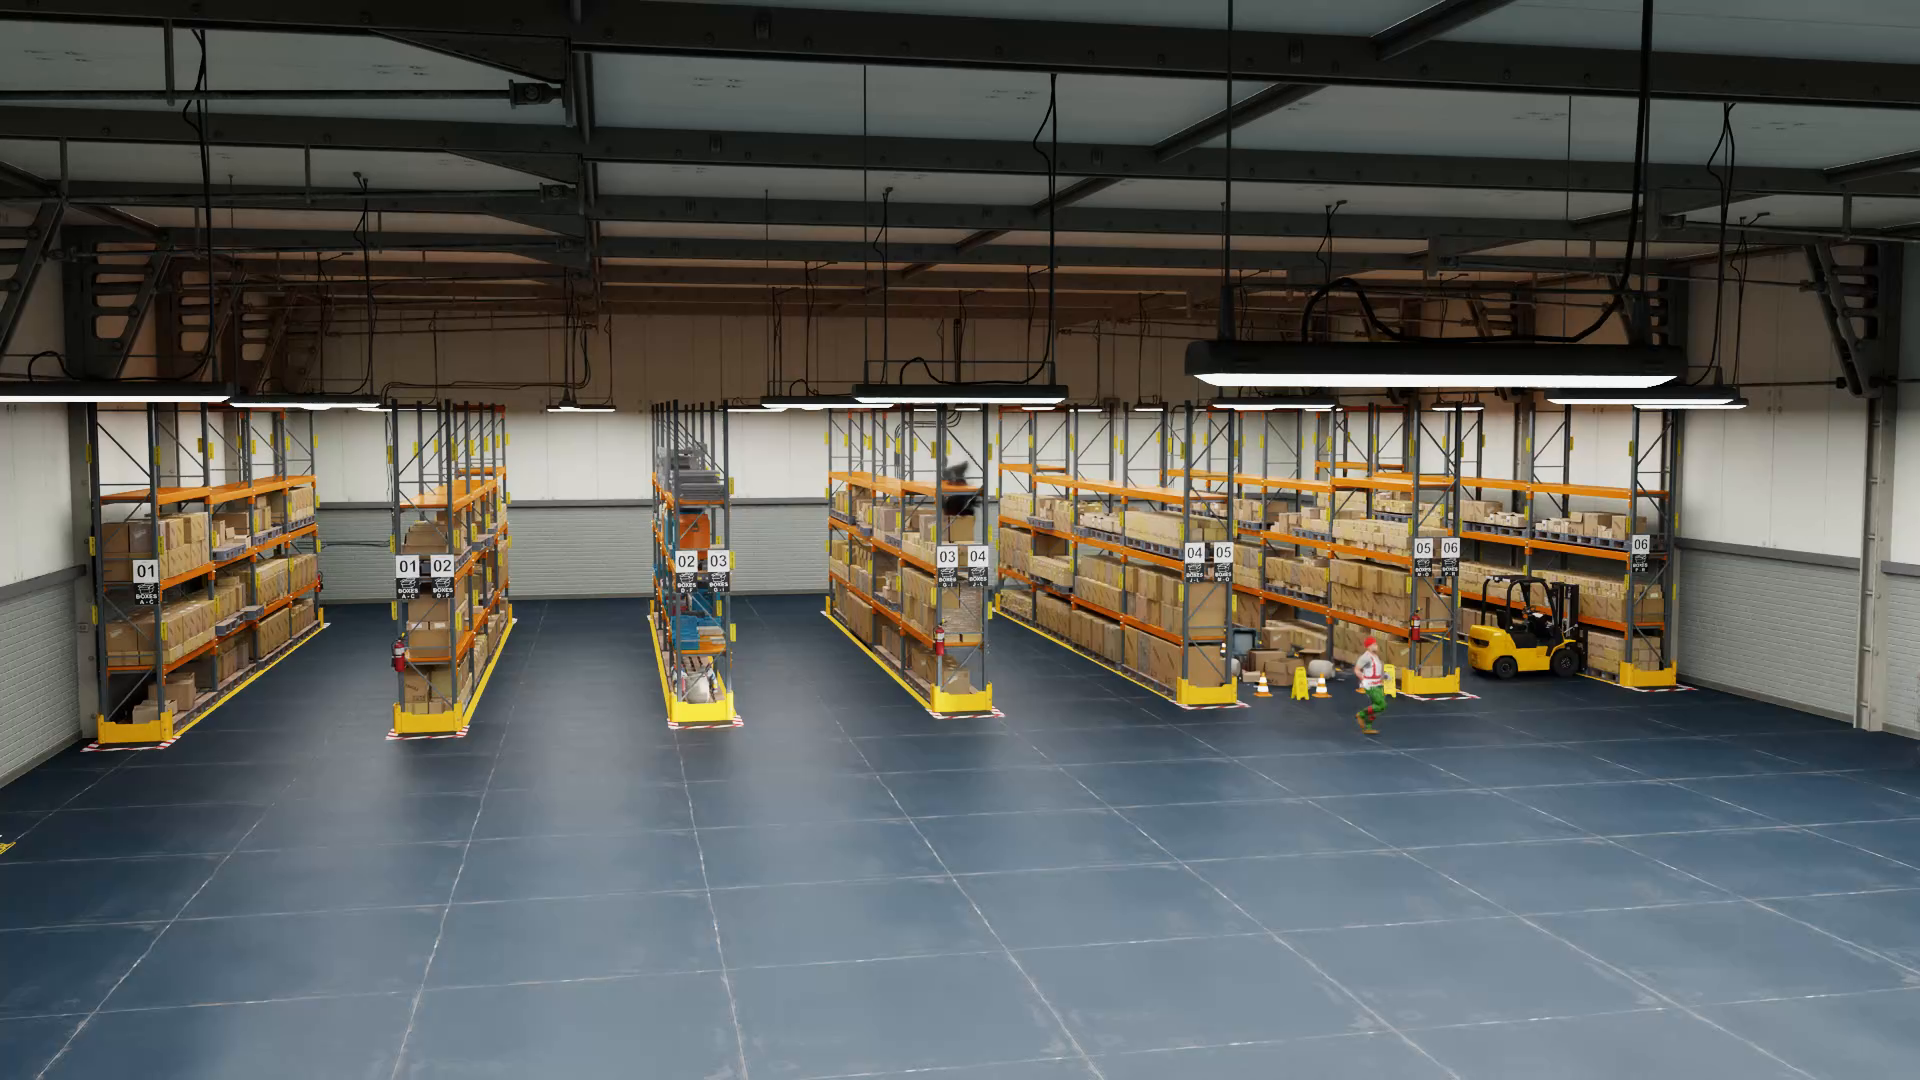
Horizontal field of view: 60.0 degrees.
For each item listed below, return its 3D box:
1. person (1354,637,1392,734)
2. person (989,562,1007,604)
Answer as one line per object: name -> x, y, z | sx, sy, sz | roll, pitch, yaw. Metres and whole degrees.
person -> 7.408, 2.614, 29.759 | 0.583, 1.745, 0.664 | 3, 5, 33
person -> 1.255, 1.107, 49.994 | 0.832, 1.696, 0.821 | -1, 4, -10
